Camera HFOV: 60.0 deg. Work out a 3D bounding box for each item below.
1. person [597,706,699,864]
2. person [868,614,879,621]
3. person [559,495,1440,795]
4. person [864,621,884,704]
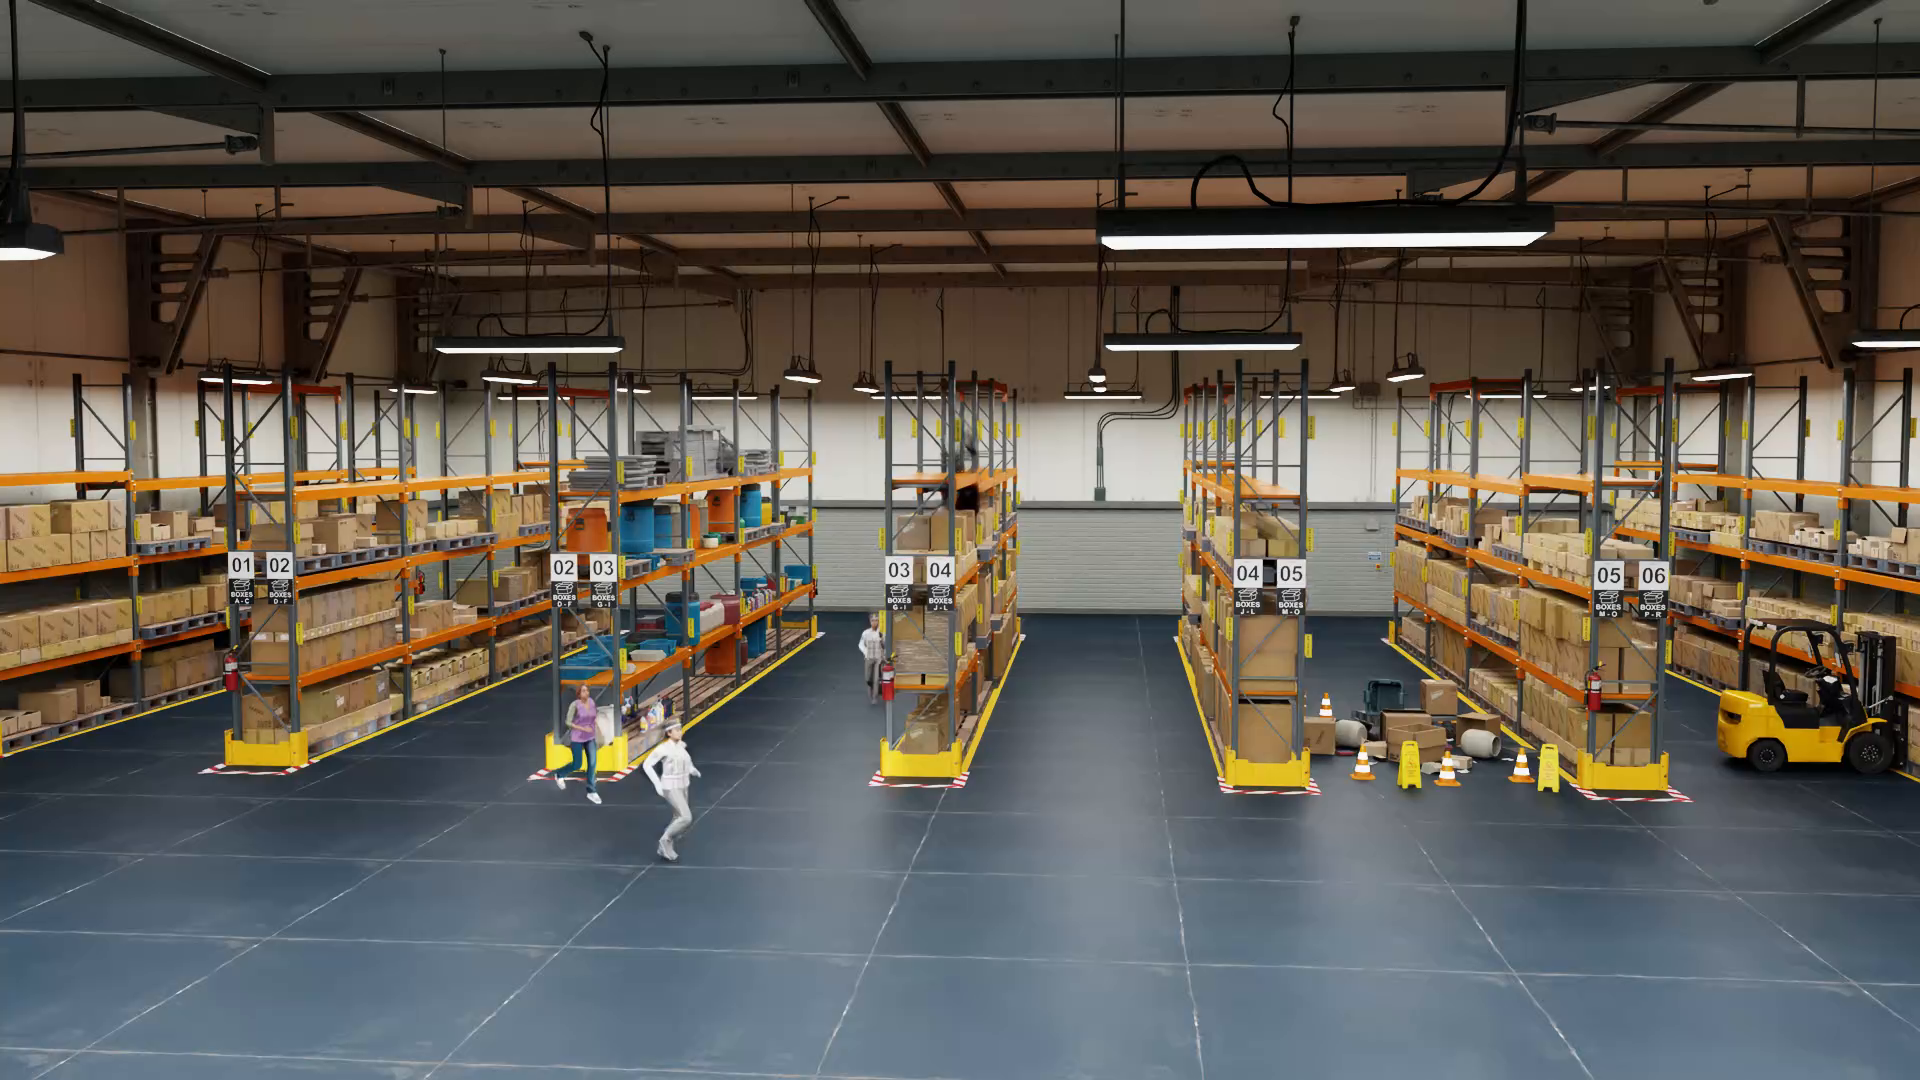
[{"bbox_3d":[-4.393,2.803,22.514,5.417,1.439,5.308,2,4,27],"label":"person"},{"bbox_3d":[2.786,1.856,35.575,7.324,1.684,11.646,1,4,9],"label":"person"},{"bbox_3d":[1.643,1.161,30.786,4.812,3.473,21.900,4,5,43],"label":"person"},{"bbox_3d":[-1.563,2.195,30.509,0.356,1.599,0.512,0,4,3],"label":"person"}]
